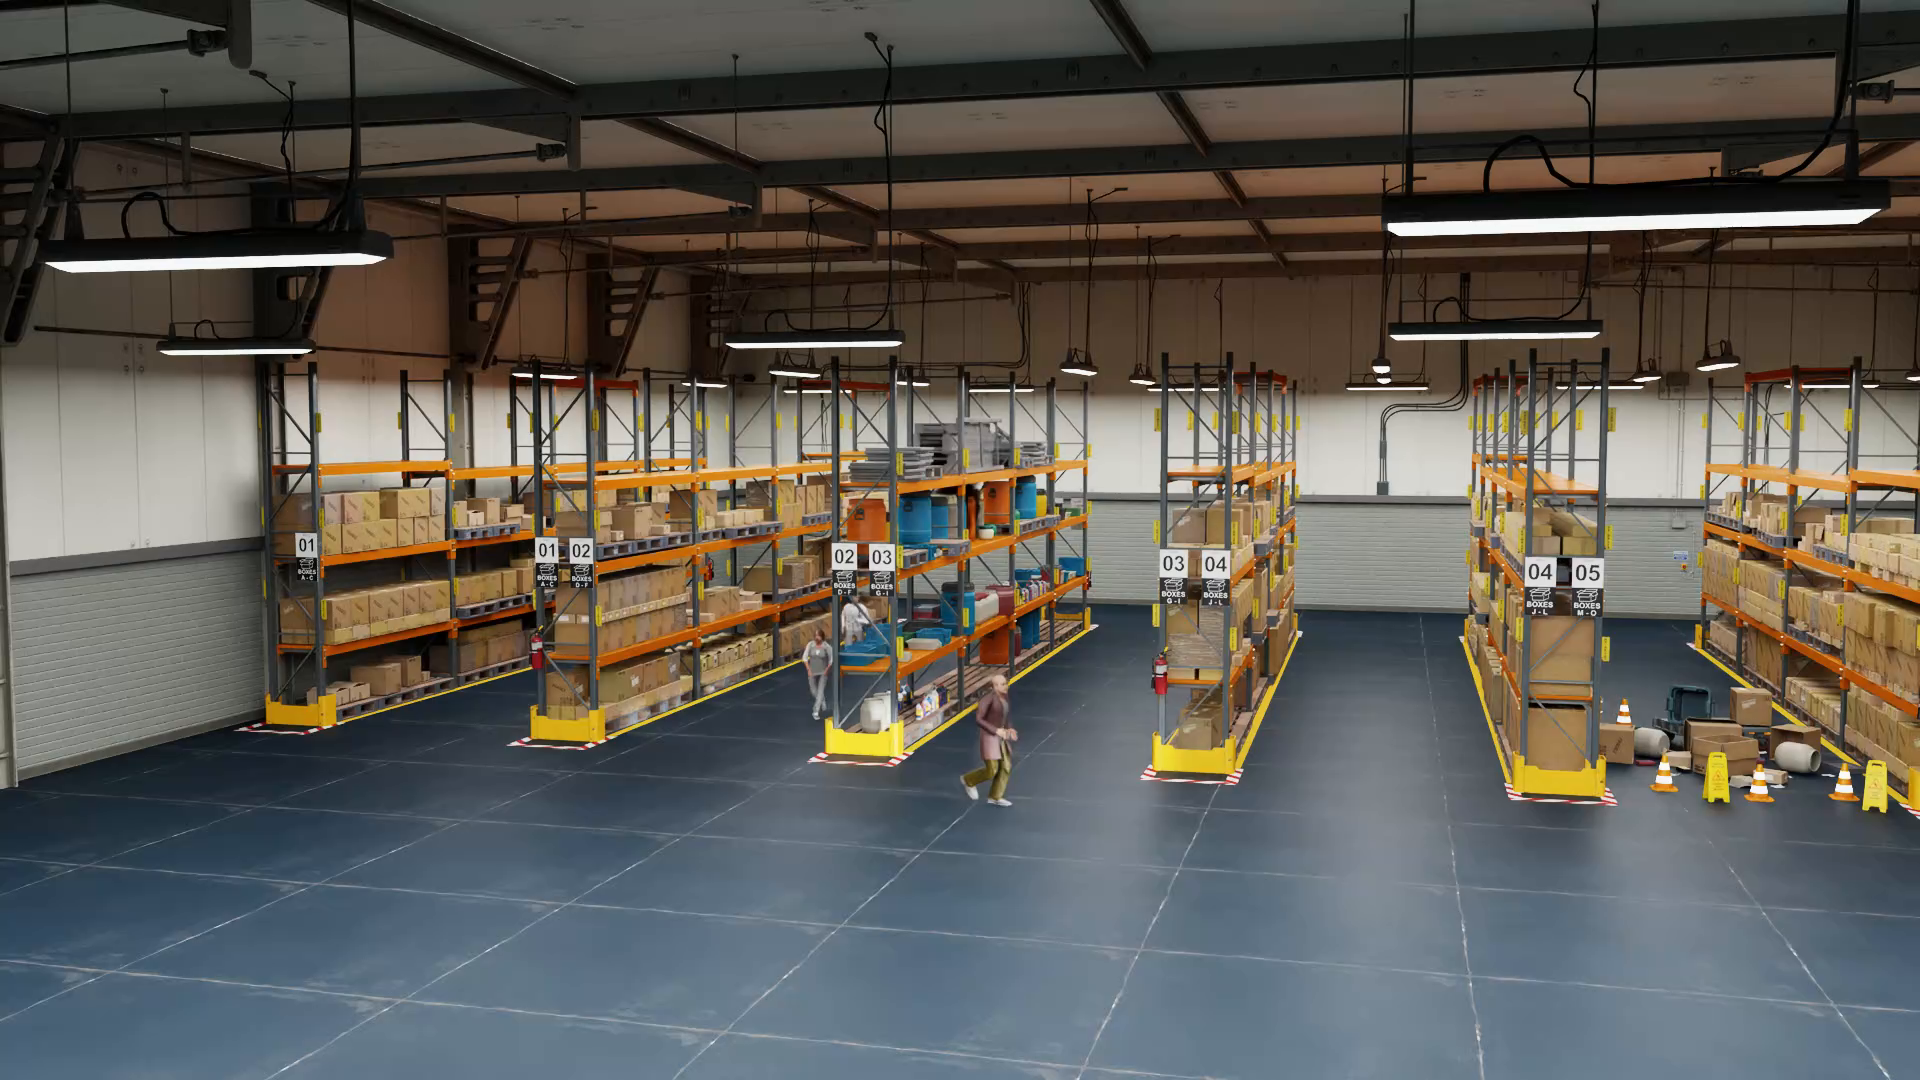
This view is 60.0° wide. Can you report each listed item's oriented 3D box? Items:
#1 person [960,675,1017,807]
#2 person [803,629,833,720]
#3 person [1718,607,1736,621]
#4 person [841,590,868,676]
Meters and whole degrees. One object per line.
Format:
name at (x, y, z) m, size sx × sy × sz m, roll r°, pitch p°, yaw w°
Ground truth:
person at (0.384, 2.615, 21.812) m, size 0.826 × 1.729 × 0.710 m, roll 3°, pitch 5°, yaw 40°
person at (-2.397, 2.258, 28.247) m, size 0.535 × 1.555 × 0.541 m, roll 0°, pitch 4°, yaw 5°
person at (18.220, 1.412, 39.152) m, size 0.781 × 1.734 × 0.631 m, roll 0°, pitch 4°, yaw 4°
person at (-2.104, 1.841, 32.977) m, size 0.590 × 1.718 × 0.685 m, roll 0°, pitch 4°, yaw 4°
